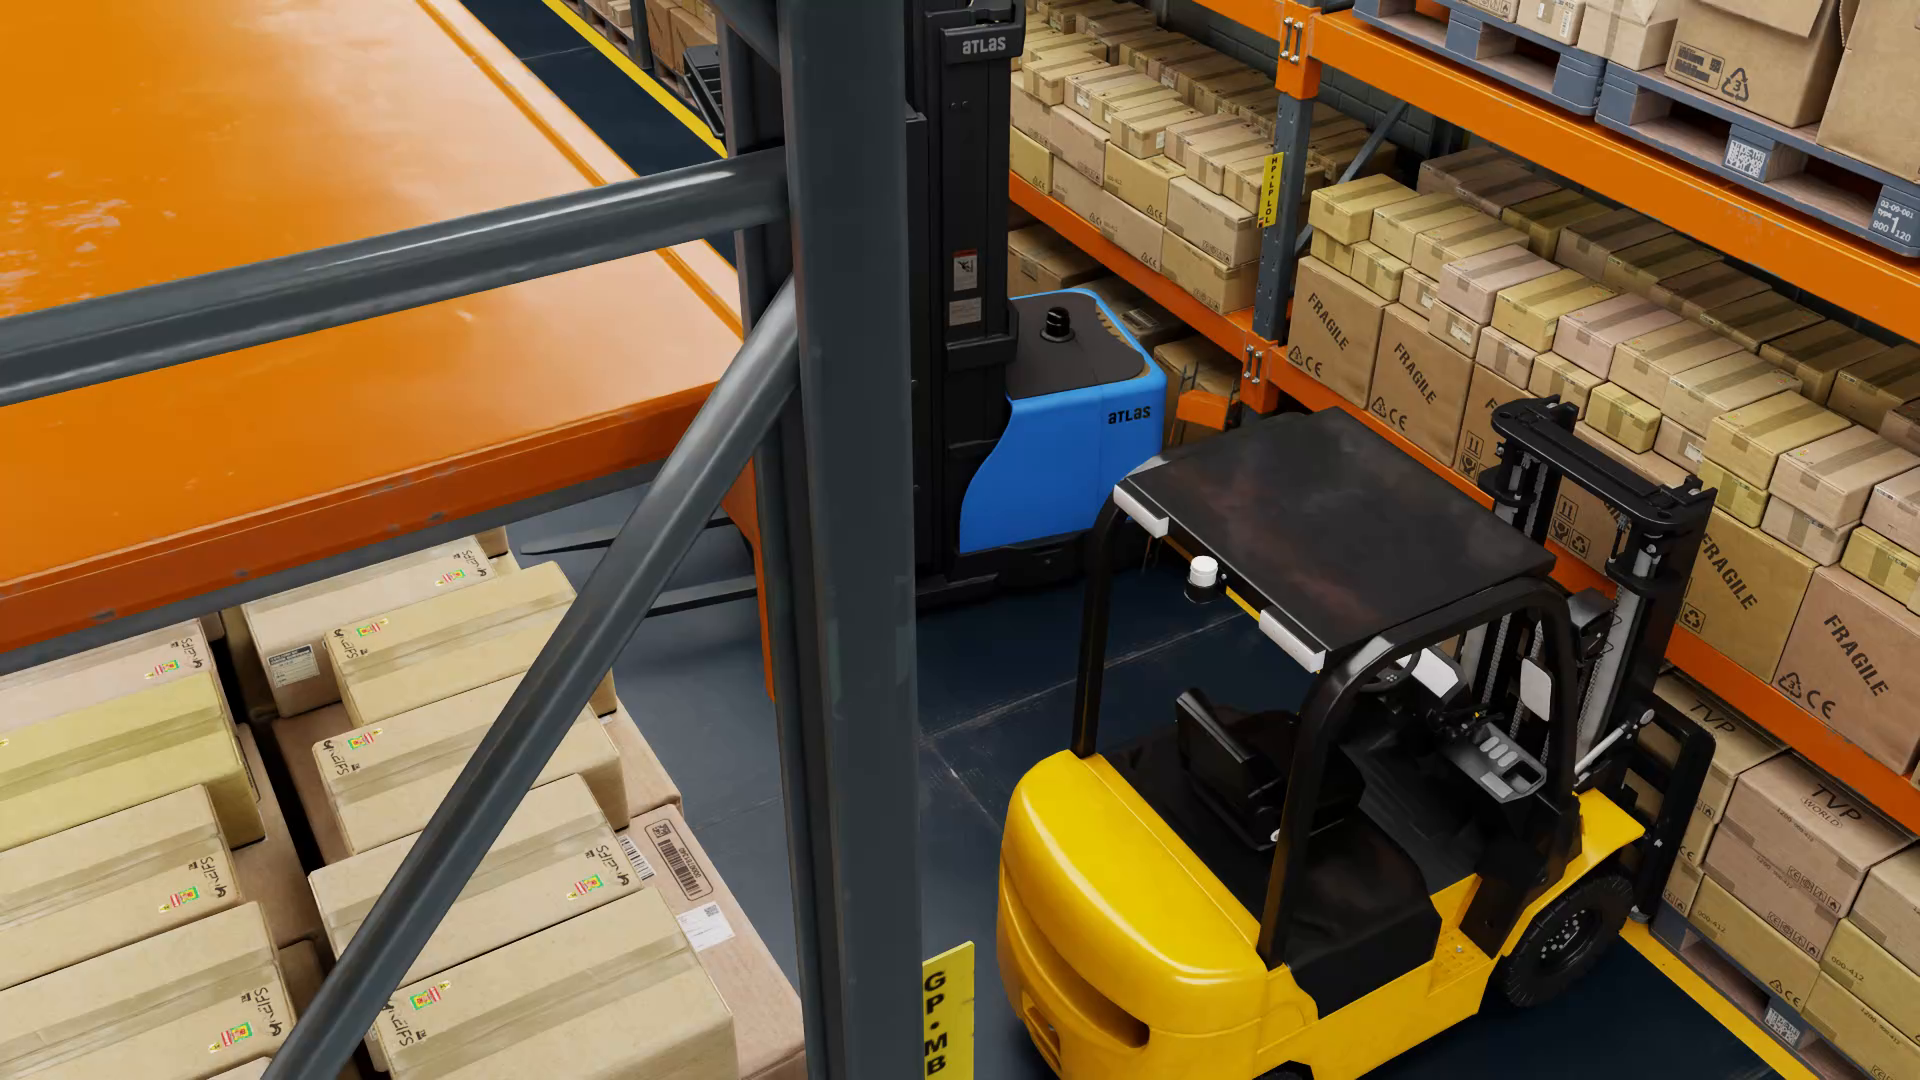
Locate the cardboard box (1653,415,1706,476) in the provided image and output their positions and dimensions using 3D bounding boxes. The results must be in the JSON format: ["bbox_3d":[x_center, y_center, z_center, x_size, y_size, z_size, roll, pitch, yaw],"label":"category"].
[{"bbox_3d":[2.662,-0.368,5.803,0.380,0.149,0.250,-19,40,-24],"label":"cardboard box"}]

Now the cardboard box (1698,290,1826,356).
[{"bbox_3d":[2.920,-0.759,6.086,0.380,0.149,0.250,-18,40,-23],"label":"cardboard box"}]

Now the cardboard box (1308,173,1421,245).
[{"bbox_3d":[1.686,-1.383,6.940,0.380,0.149,0.250,-18,40,-23],"label":"cardboard box"}]

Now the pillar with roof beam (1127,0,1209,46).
[{"bbox_3d":[-2.515,-4.000,6.324,9.100,9.000,0.400,-19,40,-24],"label":"pillar with roof beam"}]

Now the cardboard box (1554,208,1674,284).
[{"bbox_3d":[2.618,-1.180,6.662,0.380,0.149,0.250,-20,41,-25],"label":"cardboard box"}]

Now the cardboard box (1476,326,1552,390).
[{"bbox_3d":[2.192,-0.734,6.305,0.380,0.149,0.250,-19,40,-24],"label":"cardboard box"}]

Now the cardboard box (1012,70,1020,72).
[{"bbox_3d":[0.282,-2.565,9.150,0.500,0.250,0.500,-20,41,-25],"label":"cardboard box"}]

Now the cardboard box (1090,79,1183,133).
[{"bbox_3d":[0.872,-2.135,8.223,0.380,0.149,0.250,-20,41,-25],"label":"cardboard box"}]

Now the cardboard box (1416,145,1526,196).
[{"bbox_3d":[2.204,-1.560,7.183,0.380,0.149,0.250,-19,40,-24],"label":"cardboard box"}]

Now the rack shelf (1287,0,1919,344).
[{"bbox_3d":[2.787,-1.112,5.523,1.077,0.370,4.000,-19,40,-24],"label":"rack shelf"}]

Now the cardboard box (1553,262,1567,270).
[{"bbox_3d":[2.611,-1.050,6.737,0.380,0.149,0.250,-19,40,-24],"label":"cardboard box"}]

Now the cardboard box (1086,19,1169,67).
[{"bbox_3d":[0.899,-2.670,8.955,0.380,0.149,0.250,-18,40,-23],"label":"cardboard box"}]

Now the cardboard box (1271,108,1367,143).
[{"bbox_3d":[1.702,-1.908,7.912,0.380,0.149,0.250,-20,41,-25],"label":"cardboard box"}]

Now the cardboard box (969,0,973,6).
[{"bbox_3d":[0.107,-2.914,9.290,0.380,0.149,0.250,-18,40,-23],"label":"cardboard box"}]

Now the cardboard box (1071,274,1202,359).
[{"bbox_3d":[1.127,-1.082,9.073,0.875,0.625,0.625,-19,40,-24],"label":"cardboard box"}]

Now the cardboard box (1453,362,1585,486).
[{"bbox_3d":[2.311,-0.429,6.437,0.500,0.500,0.500,-19,40,-24],"label":"cardboard box"}]

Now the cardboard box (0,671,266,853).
[{"bbox_3d":[-1.247,0.373,2.417,0.380,0.149,0.250,-19,40,-24],"label":"cardboard box"}]

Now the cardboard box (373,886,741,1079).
[{"bbox_3d":[-0.500,0.628,2.068,0.380,0.149,0.250,-19,40,-24],"label":"cardboard box"}]

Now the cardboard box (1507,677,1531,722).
[{"bbox_3d":[2.509,0.640,6.609,0.500,0.250,0.500,-19,40,-24],"label":"cardboard box"}]

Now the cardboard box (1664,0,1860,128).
[{"bbox_3d":[2.670,-1.649,5.120,0.797,0.503,0.637,-18,40,-22],"label":"cardboard box"}]

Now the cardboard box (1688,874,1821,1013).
[{"bbox_3d":[3.041,1.368,6.037,0.500,0.250,0.500,-19,40,-24],"label":"cardboard box"}]

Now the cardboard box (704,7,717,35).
[{"bbox_3d":[-1.699,-3.931,12.529,0.380,0.149,0.250,-19,40,-24],"label":"cardboard box"}]

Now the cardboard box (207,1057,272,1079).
[{"bbox_3d":[-0.923,0.785,1.853,0.380,0.149,0.250,-19,40,-24],"label":"cardboard box"}]

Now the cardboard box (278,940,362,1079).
[{"bbox_3d":[-0.988,0.850,2.102,0.500,0.250,0.500,-19,40,-24],"label":"cardboard box"}]

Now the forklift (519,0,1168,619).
[{"bbox_3d":[-0.592,-1.067,7.453,3.031,2.935,1.130,-11,38,-15],"label":"forklift"}]

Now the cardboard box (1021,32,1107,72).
[{"bbox_3d":[0.550,-2.544,8.783,0.380,0.149,0.250,-19,40,-24],"label":"cardboard box"}]

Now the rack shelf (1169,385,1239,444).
[{"bbox_3d":[1.168,-0.569,7.912,0.240,0.259,0.215,18,20,22],"label":"rack shelf"}]

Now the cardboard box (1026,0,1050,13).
[{"bbox_3d":[0.600,-3.092,9.533,0.380,0.149,0.250,-20,41,-25],"label":"cardboard box"}]

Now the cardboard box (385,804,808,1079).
[{"bbox_3d":[-0.520,0.696,2.313,0.500,0.250,0.500,-20,40,-25],"label":"cardboard box"}]

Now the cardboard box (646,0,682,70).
[{"bbox_3d":[-2.189,-4.137,13.362,0.500,0.500,0.500,-17,39,-22],"label":"cardboard box"}]

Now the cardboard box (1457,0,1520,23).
[{"bbox_3d":[1.989,-2.100,5.900,0.500,0.311,0.500,-18,40,-23],"label":"cardboard box"}]

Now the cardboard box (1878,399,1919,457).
[{"bbox_3d":[3.295,-0.359,5.539,0.380,0.149,0.250,-18,40,-23],"label":"cardboard box"}]

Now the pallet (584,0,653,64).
[{"bbox_3d":[-2.581,-4.515,14.480,1.003,0.211,1.213,-19,40,-24],"label":"pallet"}]

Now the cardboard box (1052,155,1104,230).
[{"bbox_3d":[0.822,-1.847,8.590,0.500,0.250,0.500,-19,40,-24],"label":"cardboard box"}]

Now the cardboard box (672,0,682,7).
[{"bbox_3d":[-2.081,-4.332,13.079,0.380,0.149,0.250,-20,41,-25],"label":"cardboard box"}]

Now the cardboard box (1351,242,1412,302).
[{"bbox_3d":[1.846,-1.141,6.862,0.380,0.149,0.250,-18,40,-23],"label":"cardboard box"}]

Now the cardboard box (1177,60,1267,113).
[{"bbox_3d":[1.328,-2.294,8.441,0.380,0.149,0.250,-19,40,-24],"label":"cardboard box"}]

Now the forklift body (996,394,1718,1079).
[{"bbox_3d":[1.262,0.745,5.633,2.313,2.155,1.214,-19,40,-24],"label":"forklift body"}]

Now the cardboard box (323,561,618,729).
[{"bbox_3d":[-0.775,0.209,2.642,0.380,0.149,0.250,-19,40,-24],"label":"cardboard box"}]

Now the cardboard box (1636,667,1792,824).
[{"bbox_3d":[2.767,0.711,6.089,0.500,0.250,0.500,-18,40,-23],"label":"cardboard box"}]

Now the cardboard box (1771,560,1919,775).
[{"bbox_3d":[3.065,0.348,5.373,0.500,0.500,0.500,-18,40,-23],"label":"cardboard box"}]

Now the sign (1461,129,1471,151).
[{"bbox_3d":[2.261,-1.758,7.539,0.100,0.325,0.005,-19,40,-24],"label":"sign"}]

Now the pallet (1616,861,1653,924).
[{"bbox_3d":[2.763,0.956,6.989,1.003,0.211,1.213,-19,40,-24],"label":"pallet"}]

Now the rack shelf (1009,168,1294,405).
[{"bbox_3d":[0.777,-1.940,9.200,1.077,0.370,4.000,-19,40,-24],"label":"rack shelf"}]

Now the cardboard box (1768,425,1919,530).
[{"bbox_3d":[2.836,-0.204,5.327,0.380,0.149,0.250,-18,40,-23],"label":"cardboard box"}]

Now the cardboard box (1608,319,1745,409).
[{"bbox_3d":[2.542,-0.627,5.906,0.380,0.149,0.250,-19,40,-24],"label":"cardboard box"}]

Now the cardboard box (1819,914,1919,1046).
[{"bbox_3d":[3.277,1.412,5.552,0.500,0.250,0.500,-19,40,-24],"label":"cardboard box"}]

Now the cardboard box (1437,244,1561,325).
[{"bbox_3d":[2.072,-0.987,6.398,0.380,0.149,0.250,-18,40,-23],"label":"cardboard box"}]

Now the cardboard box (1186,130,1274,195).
[{"bbox_3d":[1.273,-1.748,7.692,0.380,0.149,0.250,-20,40,-25],"label":"cardboard box"}]

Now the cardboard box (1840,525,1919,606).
[{"bbox_3d":[3.029,0.031,5.257,0.380,0.149,0.250,-19,40,-24],"label":"cardboard box"}]

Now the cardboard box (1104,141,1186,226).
[{"bbox_3d":[1.050,-1.787,8.084,0.500,0.250,0.500,-20,41,-25],"label":"cardboard box"}]

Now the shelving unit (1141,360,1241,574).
[{"bbox_3d":[1.124,-0.313,7.999,0.252,1.050,0.215,18,20,22],"label":"shelving unit"}]
